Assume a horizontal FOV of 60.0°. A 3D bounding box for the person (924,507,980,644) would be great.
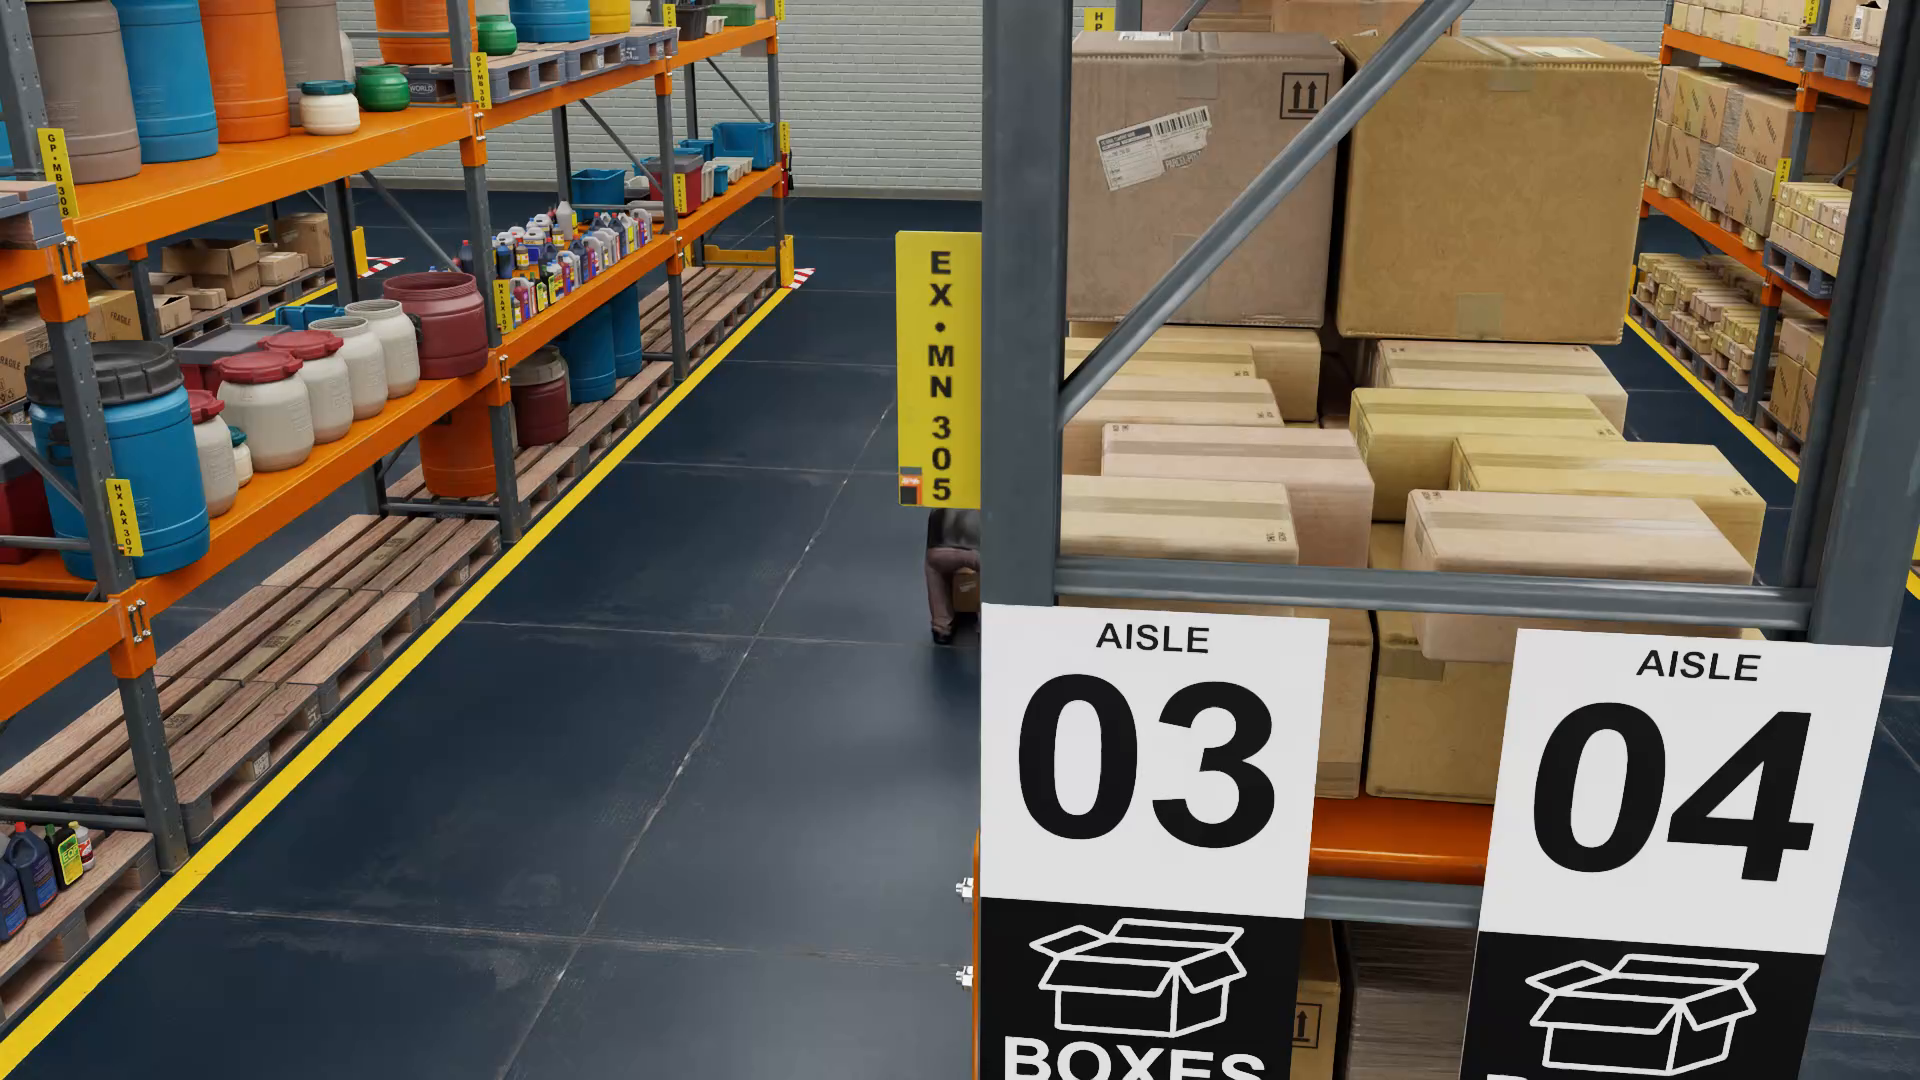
[{"bbox_3d":[0.045,0.102,9.564,0.512,0.884,0.952,2,21,4],"label":"person"}]
